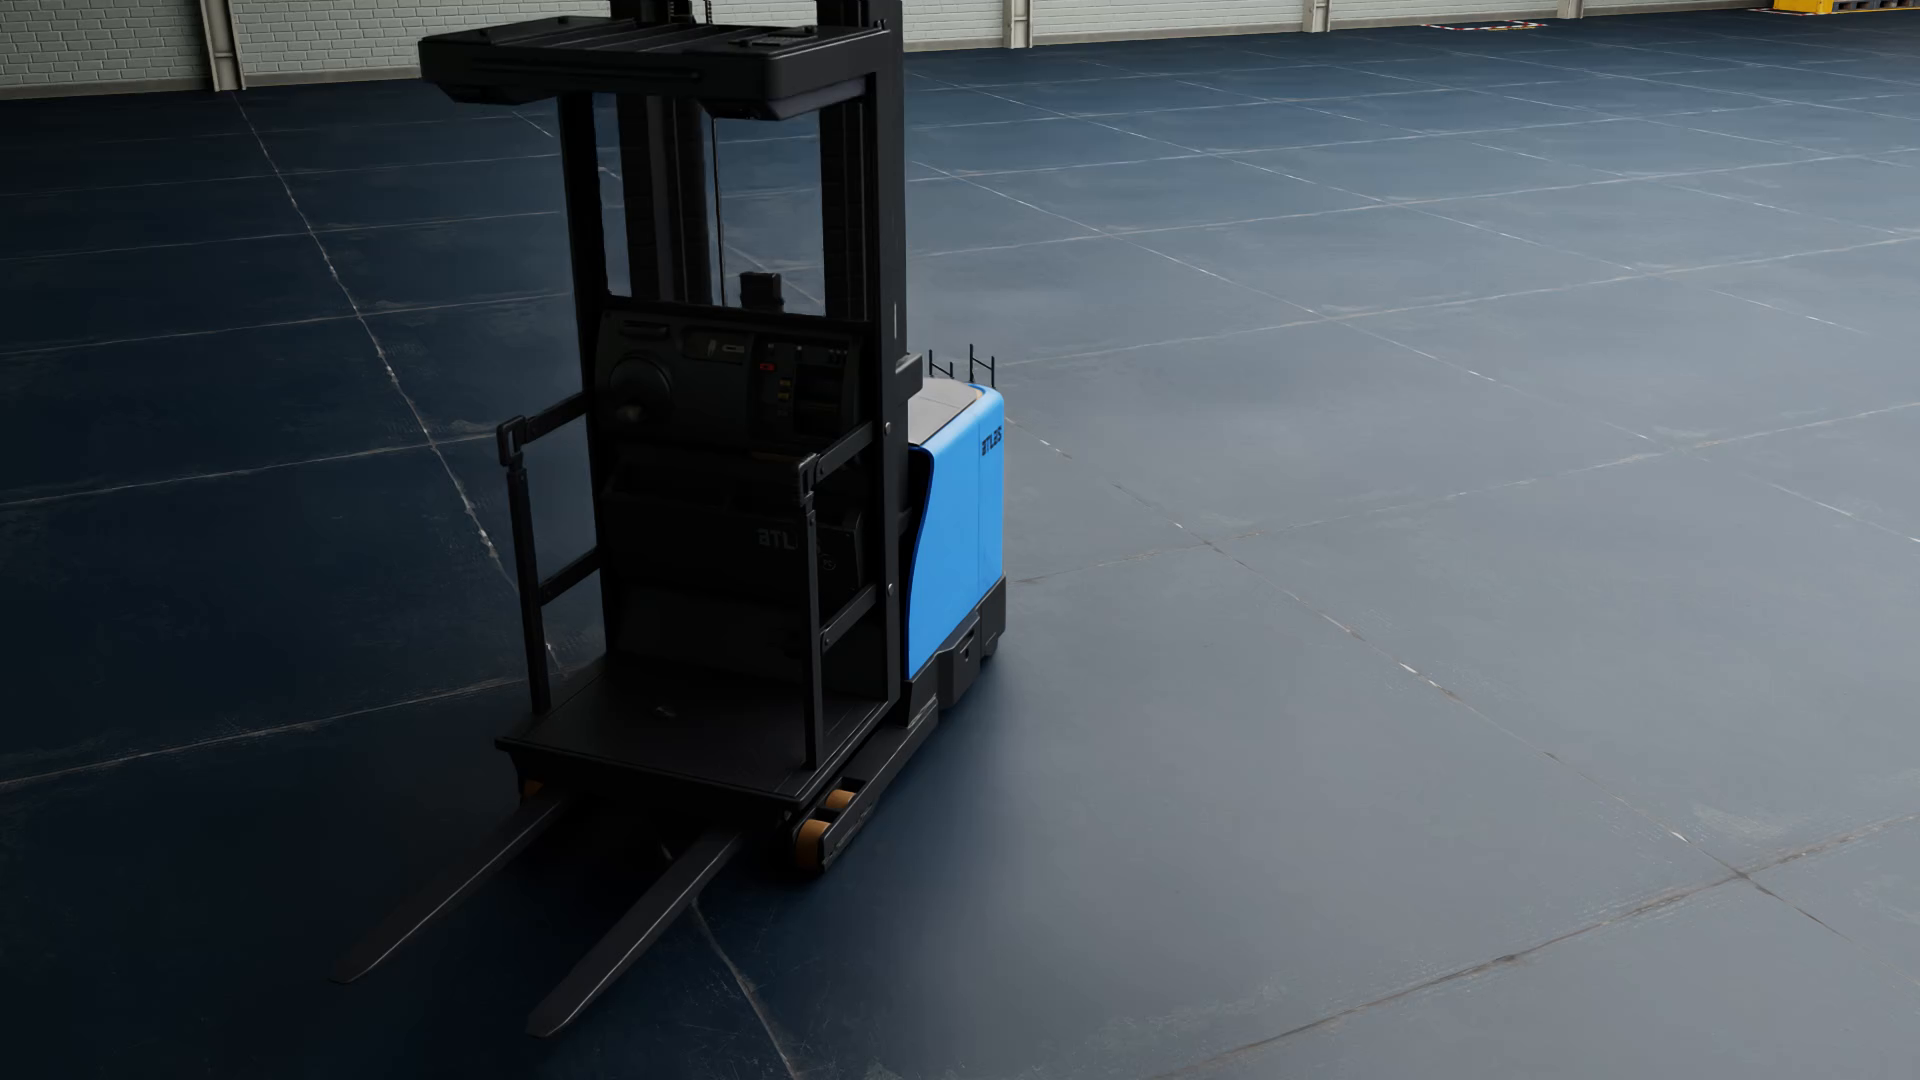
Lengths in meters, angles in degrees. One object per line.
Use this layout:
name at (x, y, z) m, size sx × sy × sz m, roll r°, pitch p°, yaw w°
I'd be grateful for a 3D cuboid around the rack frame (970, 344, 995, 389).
rack frame at (0.099, -0.434, 7.622) m, size 0.006 × 0.900 × 0.240 m, roll -10°, pitch 25°, yaw -24°

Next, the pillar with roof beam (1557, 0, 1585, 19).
pillar with roof beam at (13.621, -12.752, 26.790) m, size 0.400 × 9.000 × 9.100 m, roll -10°, pitch 25°, yaw -24°

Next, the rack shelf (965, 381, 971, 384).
rack shelf at (0.007, -0.636, 7.491) m, size 0.200 × 0.077 × 0.258 m, roll -10°, pitch 25°, yaw -24°

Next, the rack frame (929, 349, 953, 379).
rack frame at (-0.084, -0.400, 7.540) m, size 0.006 × 0.900 × 0.240 m, roll -10°, pitch 25°, yaw -24°

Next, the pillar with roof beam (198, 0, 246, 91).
pillar with roof beam at (-8.004, -8.771, 17.172) m, size 0.400 × 9.000 × 9.100 m, roll -10°, pitch 25°, yaw -24°

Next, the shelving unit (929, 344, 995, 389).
shelving unit at (0.007, -0.417, 7.581) m, size 0.210 × 0.900 × 0.258 m, roll -10°, pitch 25°, yaw -24°

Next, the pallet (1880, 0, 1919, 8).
pallet at (19.919, -11.296, 34.763) m, size 1.213 × 0.211 × 1.003 m, roll -10°, pitch 25°, yaw -24°

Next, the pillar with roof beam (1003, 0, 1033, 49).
pillar with roof beam at (2.808, -10.761, 21.981) m, size 0.400 × 9.000 × 9.100 m, roll -10°, pitch 25°, yaw -24°

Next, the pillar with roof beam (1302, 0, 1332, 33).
pillar with roof beam at (8.215, -11.756, 24.385) m, size 0.400 × 9.000 × 9.100 m, roll -10°, pitch 25°, yaw -24°

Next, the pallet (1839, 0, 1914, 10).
pallet at (18.818, -11.092, 34.270) m, size 1.213 × 0.211 × 1.003 m, roll -10°, pitch 25°, yaw -24°

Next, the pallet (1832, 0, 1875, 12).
pallet at (17.721, -10.891, 33.785) m, size 1.213 × 0.211 × 1.003 m, roll -10°, pitch 25°, yaw -24°

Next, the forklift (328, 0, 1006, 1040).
forklift at (-0.815, -0.489, 5.098) m, size 1.130 × 2.935 × 3.031 m, roll 8°, pitch 24°, yaw 19°

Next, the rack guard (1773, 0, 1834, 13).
rack guard at (16.973, -10.902, 33.434) m, size 0.348 × 0.500 × 1.175 m, roll -10°, pitch 25°, yaw -24°
